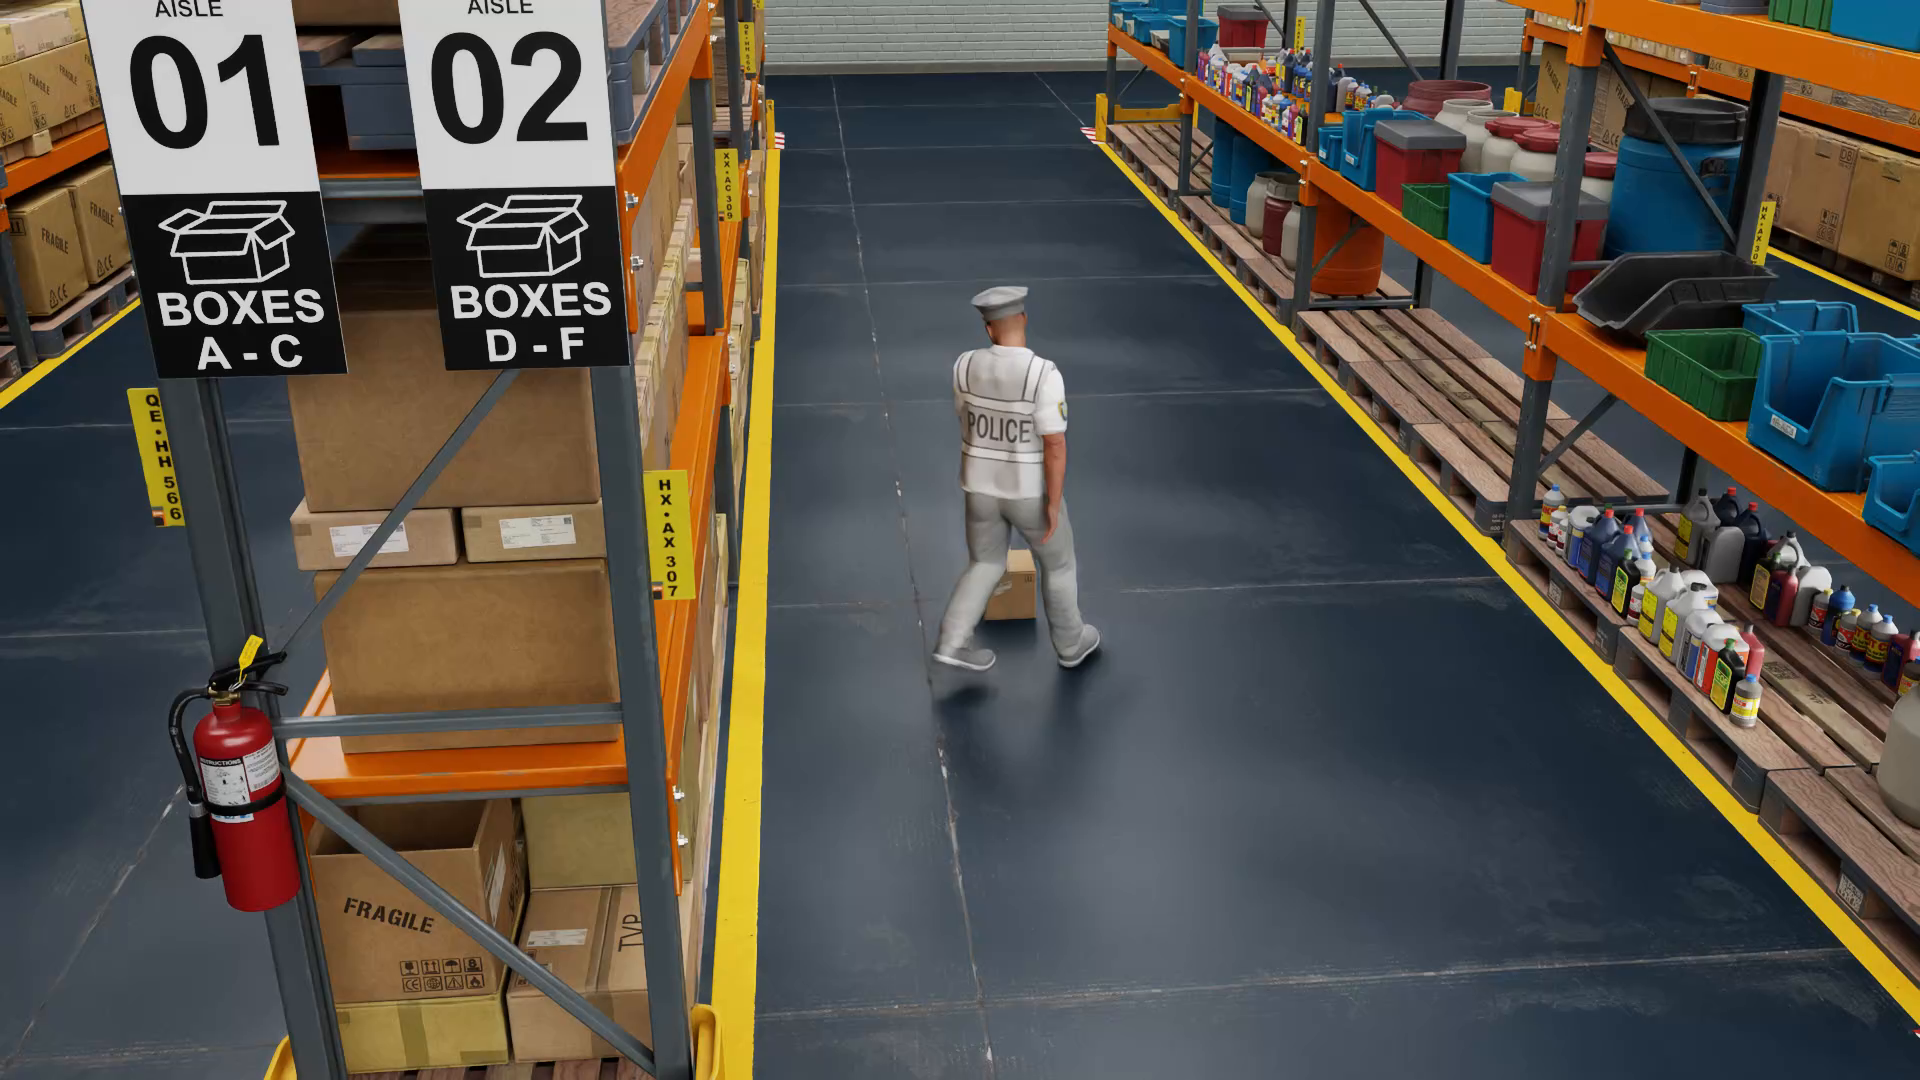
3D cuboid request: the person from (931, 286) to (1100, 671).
[{"bbox_3d":[0.244,-0.229,7.117,0.579,1.709,0.783,11,26,23],"label":"person"}]
